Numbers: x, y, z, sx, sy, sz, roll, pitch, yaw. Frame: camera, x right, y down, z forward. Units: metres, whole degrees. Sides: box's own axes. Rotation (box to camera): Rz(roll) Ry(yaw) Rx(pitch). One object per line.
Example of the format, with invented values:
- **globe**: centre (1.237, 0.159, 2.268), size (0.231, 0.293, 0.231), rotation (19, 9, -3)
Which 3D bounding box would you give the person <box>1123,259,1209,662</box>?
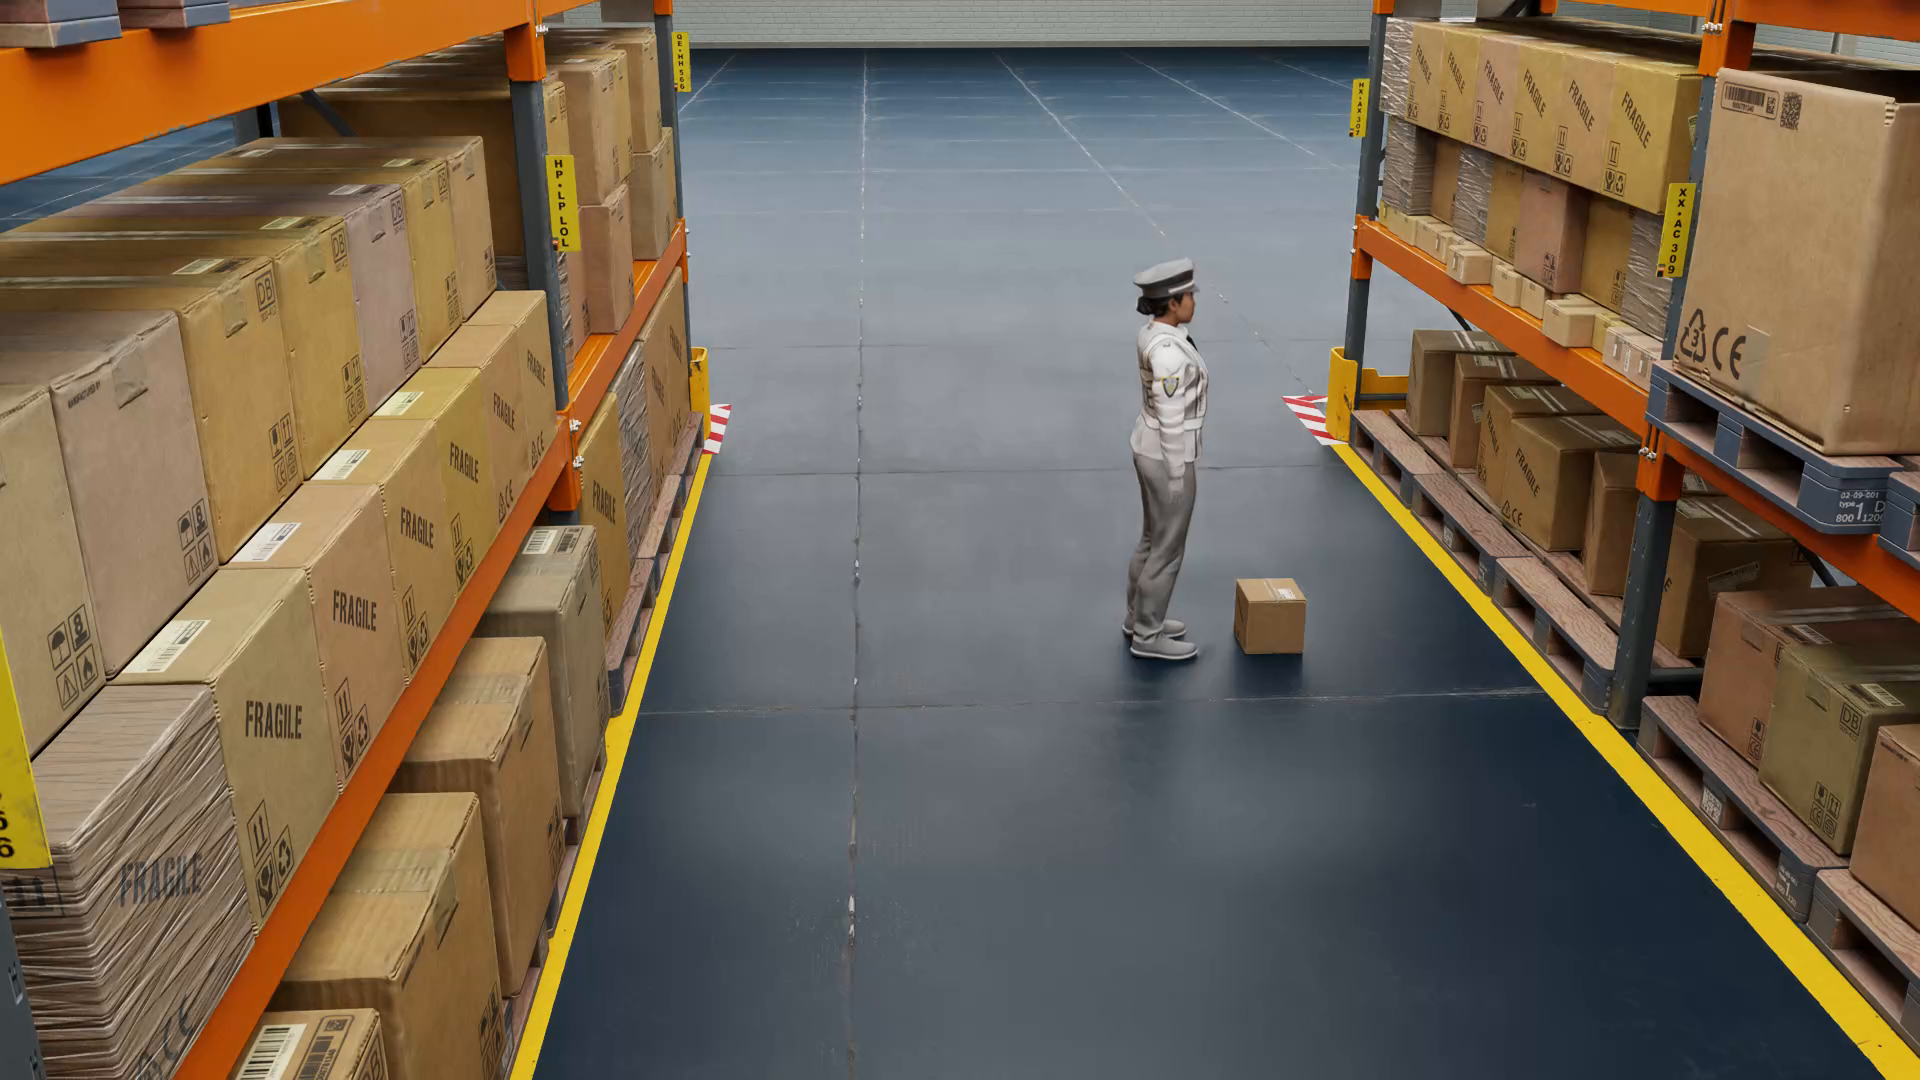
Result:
- **person**: centre (0.867, -0.334, 6.949), size (0.345, 1.687, 0.466), rotation (-1, 21, -2)
